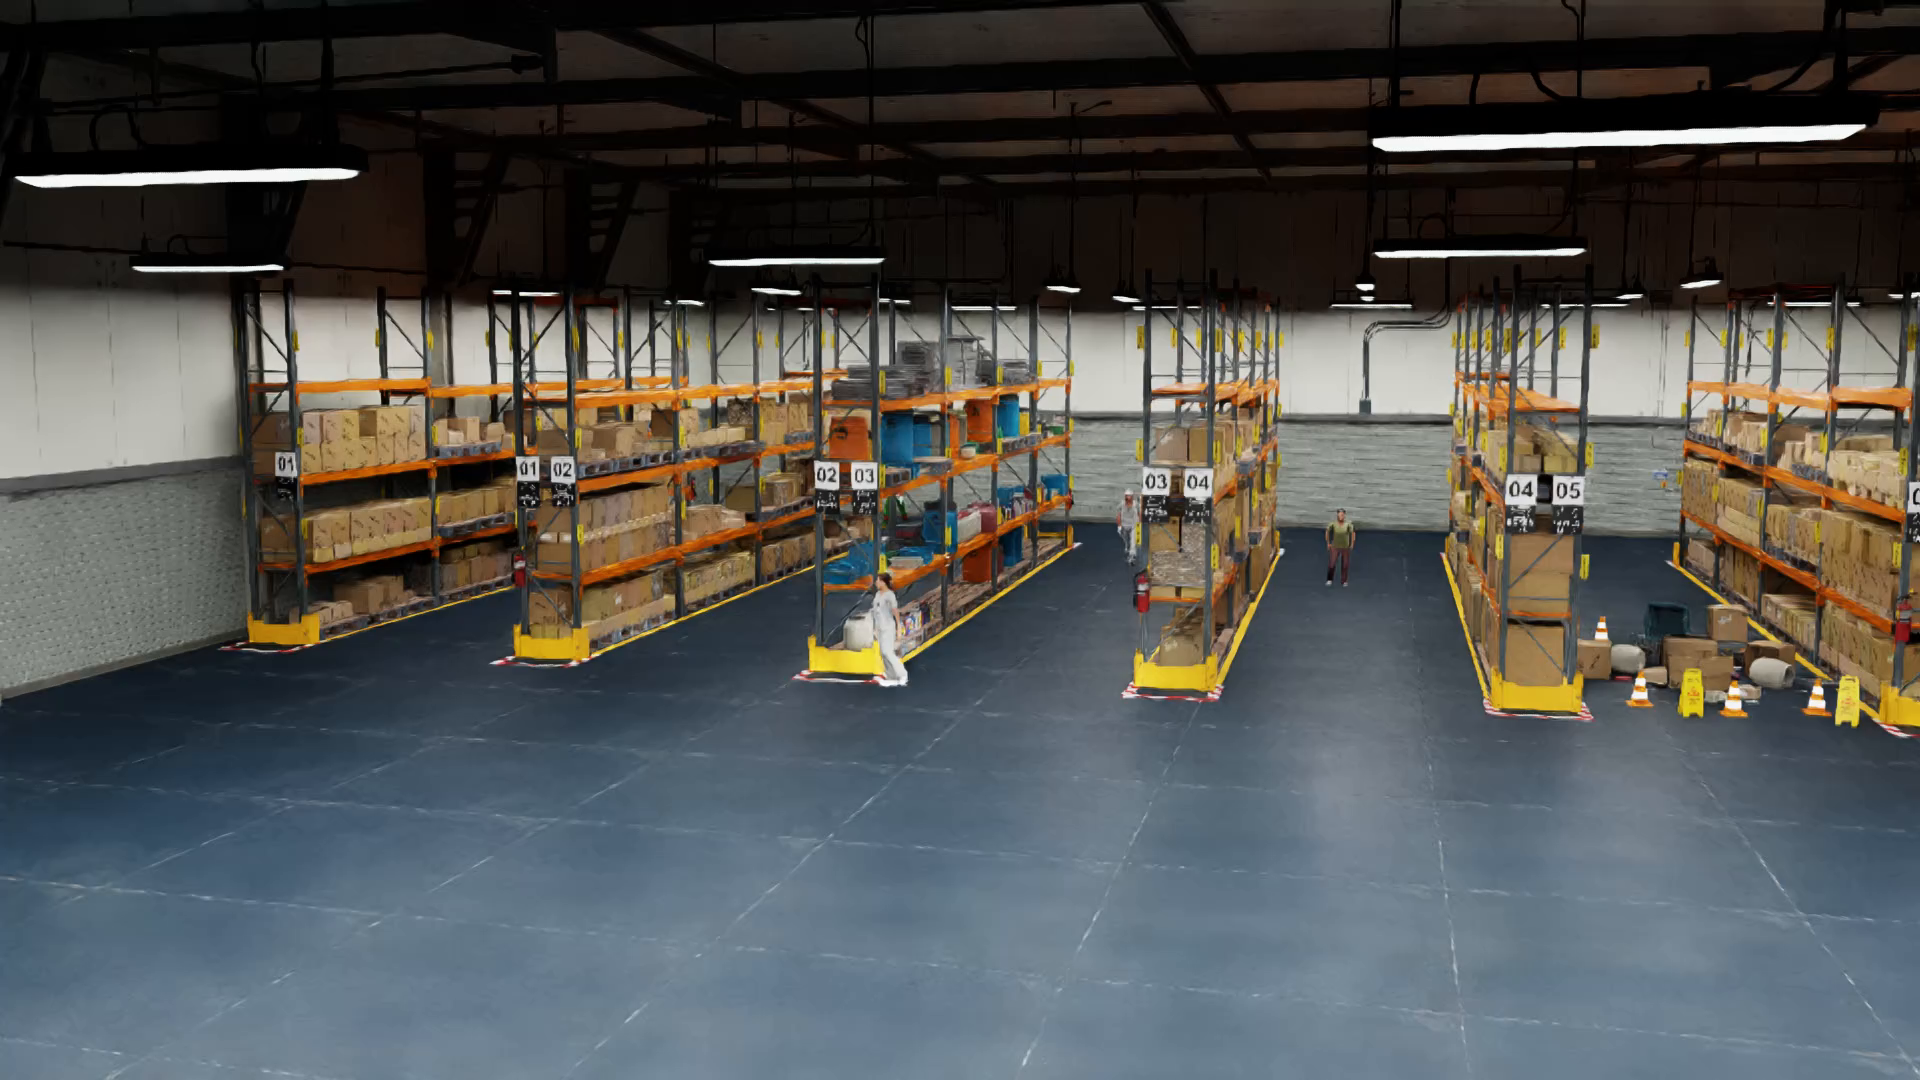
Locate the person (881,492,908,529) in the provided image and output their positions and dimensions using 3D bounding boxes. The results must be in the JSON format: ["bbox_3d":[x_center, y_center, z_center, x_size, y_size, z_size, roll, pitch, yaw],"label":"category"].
[{"bbox_3d":[-1.757,-1.176,44.349,0.591,1.744,0.964,5,9,37],"label":"person"}]

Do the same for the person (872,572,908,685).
[{"bbox_3d":[-1.007,1.291,24.127,0.446,1.658,0.594,-4,8,-33],"label":"person"}]

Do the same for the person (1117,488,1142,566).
[{"bbox_3d":[3.776,-0.309,37.129,0.553,1.709,1.123,2,7,16],"label":"person"}]

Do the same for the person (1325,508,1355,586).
[{"bbox_3d":[7.749,0.145,33.914,0.598,1.619,0.507,1,7,11],"label":"person"}]
